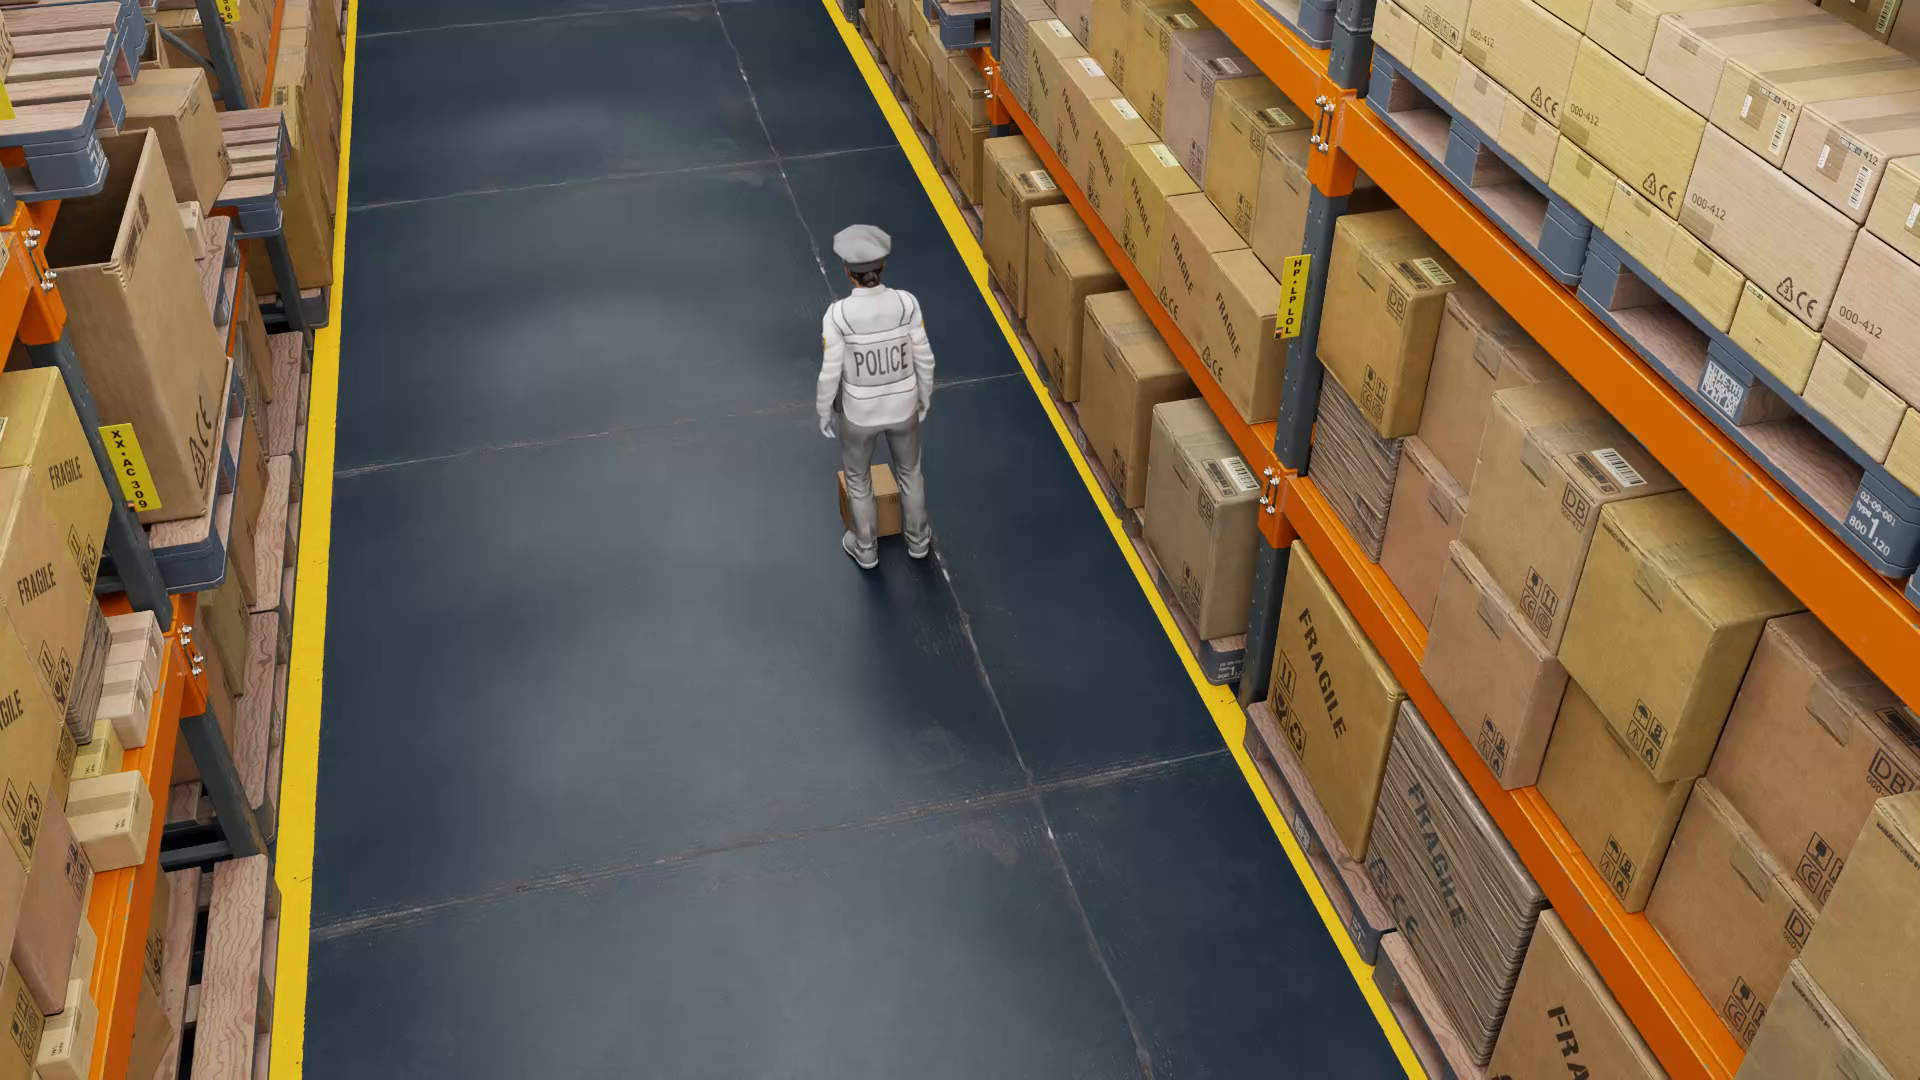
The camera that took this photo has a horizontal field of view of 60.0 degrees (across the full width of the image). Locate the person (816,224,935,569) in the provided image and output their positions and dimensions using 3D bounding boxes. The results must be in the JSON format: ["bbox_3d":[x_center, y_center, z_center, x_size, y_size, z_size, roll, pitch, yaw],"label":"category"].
[{"bbox_3d":[-0.376,-0.594,7.460,0.540,1.663,0.375,-11,40,-13],"label":"person"}]
